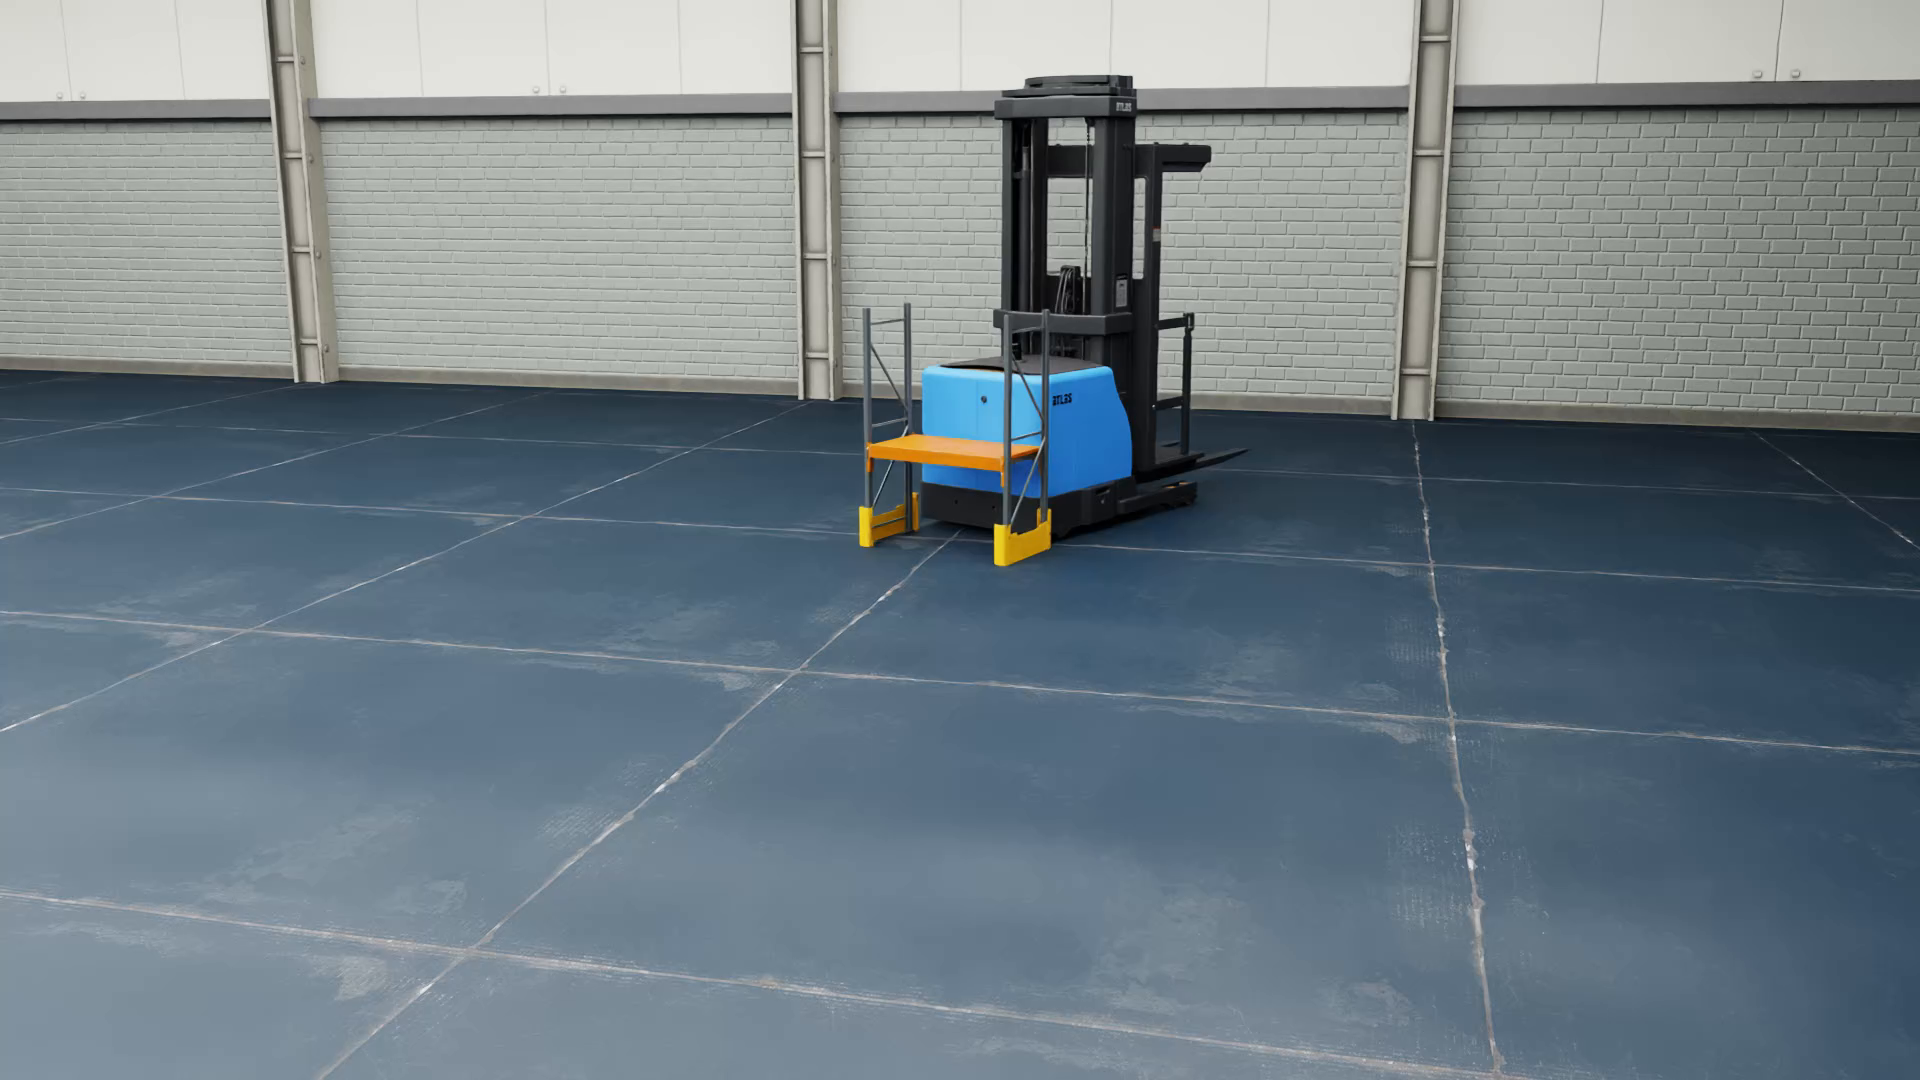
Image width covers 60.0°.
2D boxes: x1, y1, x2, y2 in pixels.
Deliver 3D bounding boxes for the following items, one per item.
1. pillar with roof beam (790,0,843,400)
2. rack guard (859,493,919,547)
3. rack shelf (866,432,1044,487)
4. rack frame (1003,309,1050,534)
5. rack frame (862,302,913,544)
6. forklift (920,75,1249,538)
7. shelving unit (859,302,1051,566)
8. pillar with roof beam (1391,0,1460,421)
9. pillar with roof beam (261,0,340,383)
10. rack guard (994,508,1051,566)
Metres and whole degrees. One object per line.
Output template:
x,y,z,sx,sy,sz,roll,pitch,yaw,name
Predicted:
-2.491,-4.979,12.399,0.400,9.000,9.100,3,13,14,pillar with roof beam
-0.455,-0.135,10.761,0.087,0.250,0.587,8,15,31,rack guard
-0.026,-0.511,10.400,1.000,0.185,0.538,8,15,31,rack shelf
0.405,-0.628,10.097,0.032,1.500,0.500,8,15,31,rack frame
-0.457,-0.745,10.624,0.032,1.500,0.500,8,15,31,rack frame
1.042,-1.707,11.661,1.130,2.935,3.031,10,16,37,forklift
-0.034,-0.687,10.366,1.083,1.500,0.587,8,15,31,shelving unit
3.334,-4.668,10.996,0.400,9.000,9.100,3,13,14,pillar with roof beam
-8.316,-5.290,13.802,0.400,9.000,9.100,3,13,14,pillar with roof beam
0.389,-0.020,10.244,0.087,0.250,0.587,8,15,31,rack guard
